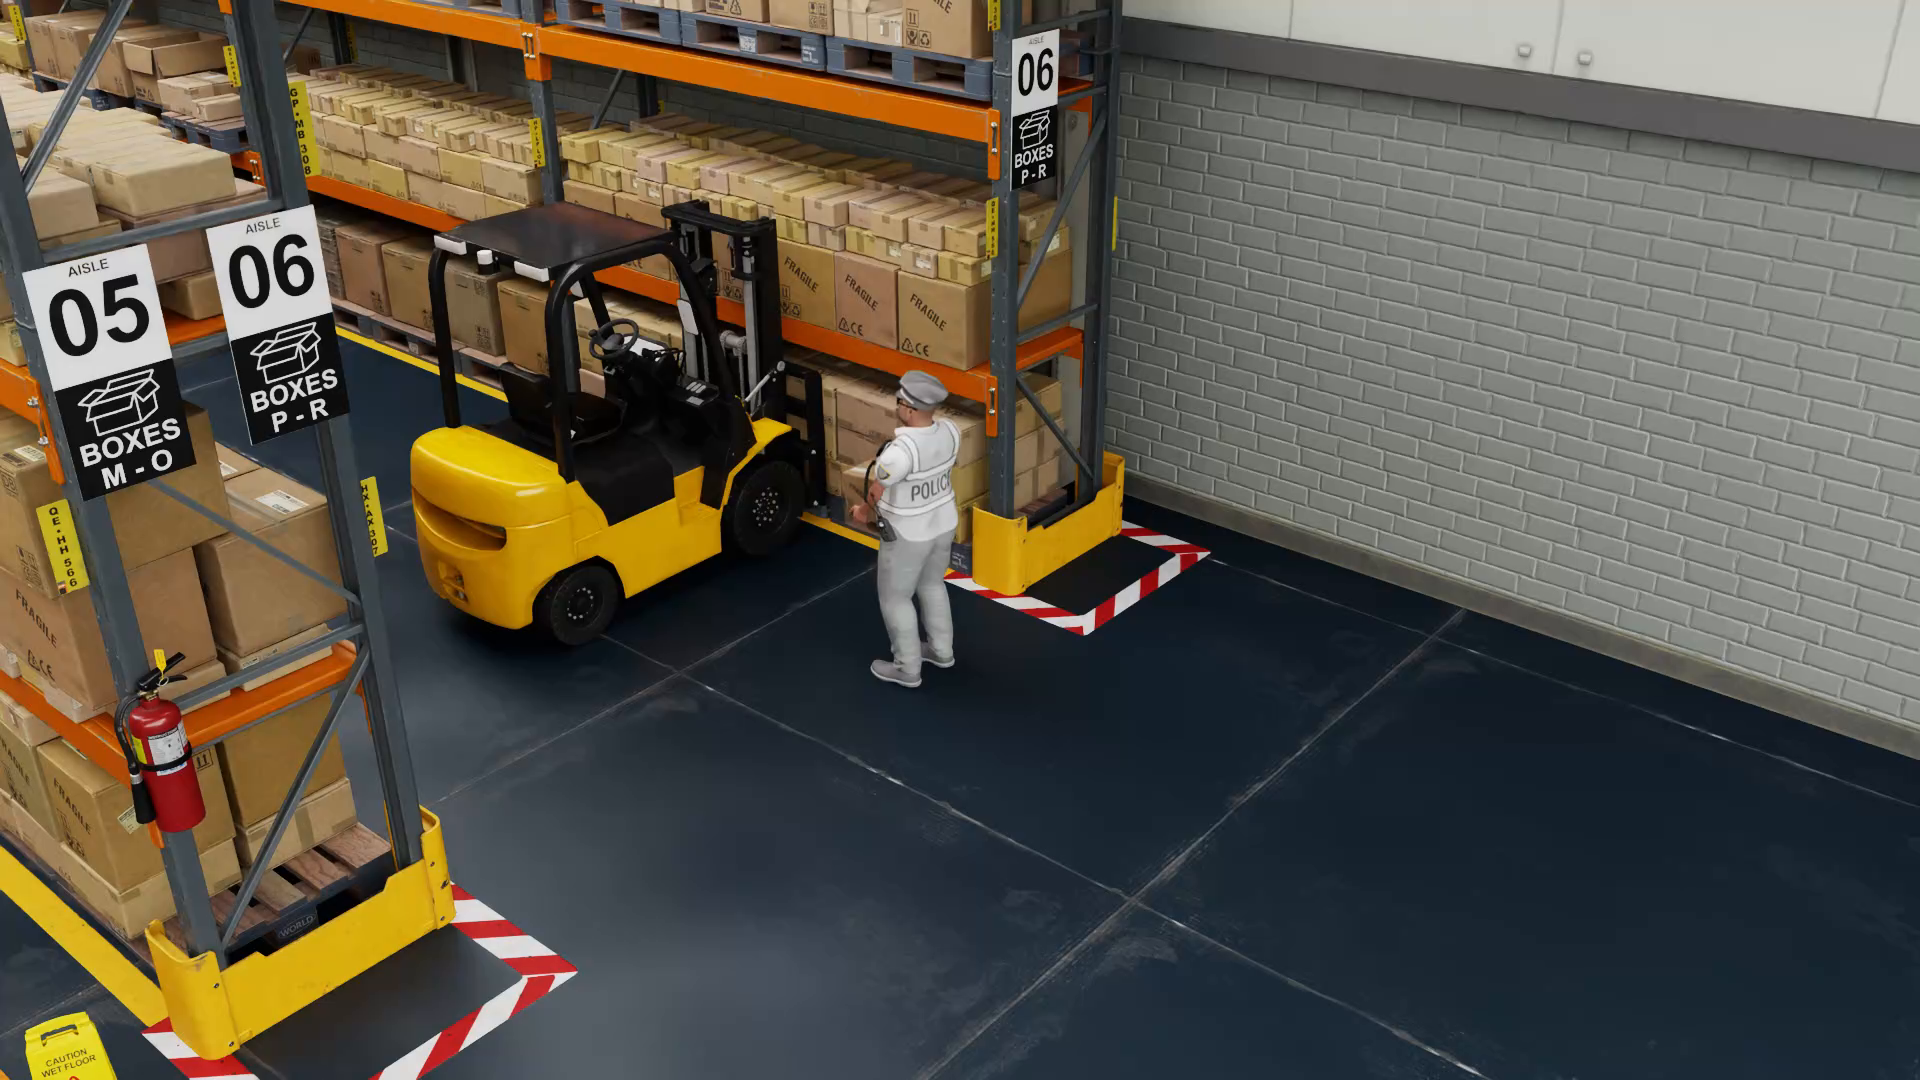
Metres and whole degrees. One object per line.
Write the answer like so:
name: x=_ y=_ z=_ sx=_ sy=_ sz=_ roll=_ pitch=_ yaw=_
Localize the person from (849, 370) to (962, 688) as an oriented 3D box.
person: x=-0.303 y=-0.086 z=8.762 sx=0.555 sy=1.767 sz=0.494 roll=21 pitch=34 yaw=35
